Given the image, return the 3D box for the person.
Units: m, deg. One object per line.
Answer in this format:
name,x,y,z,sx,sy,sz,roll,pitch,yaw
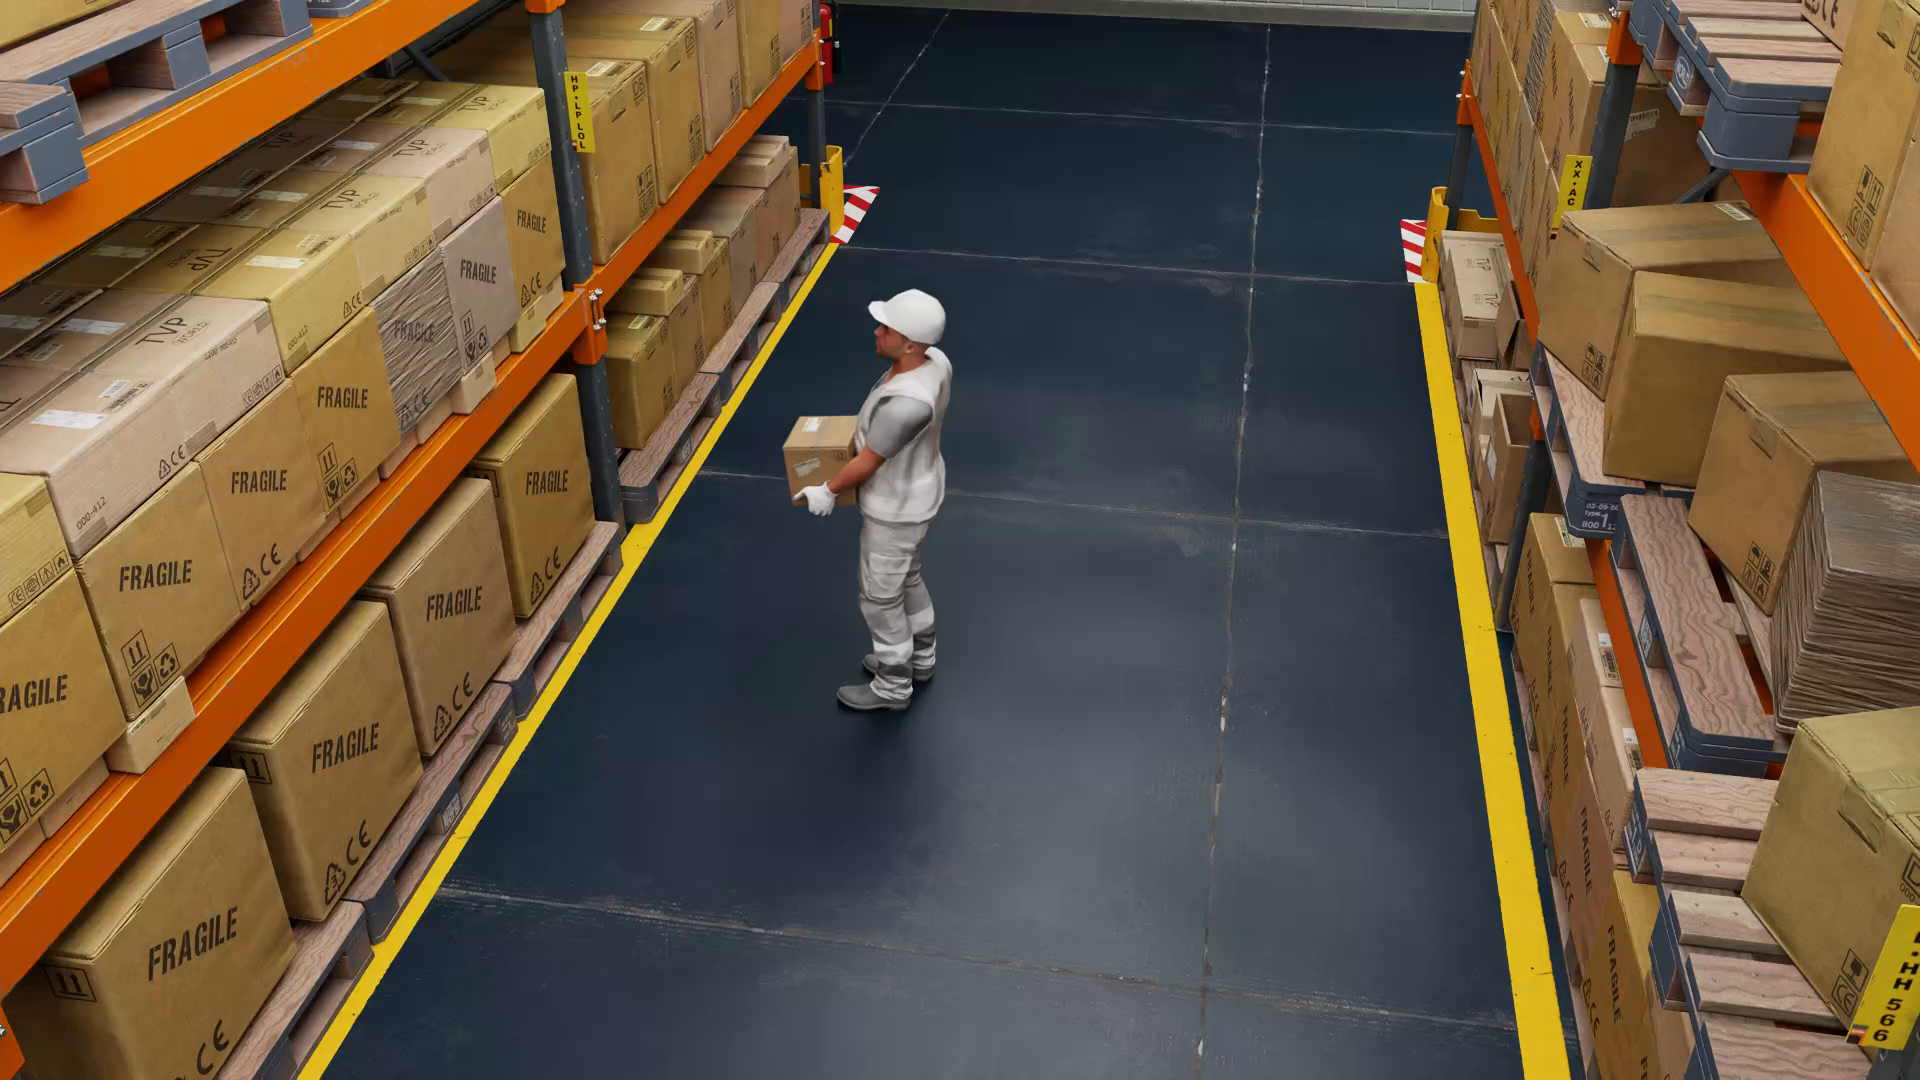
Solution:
person,-0.327,-0.114,6.277,0.473,1.796,0.565,-3,32,-5
